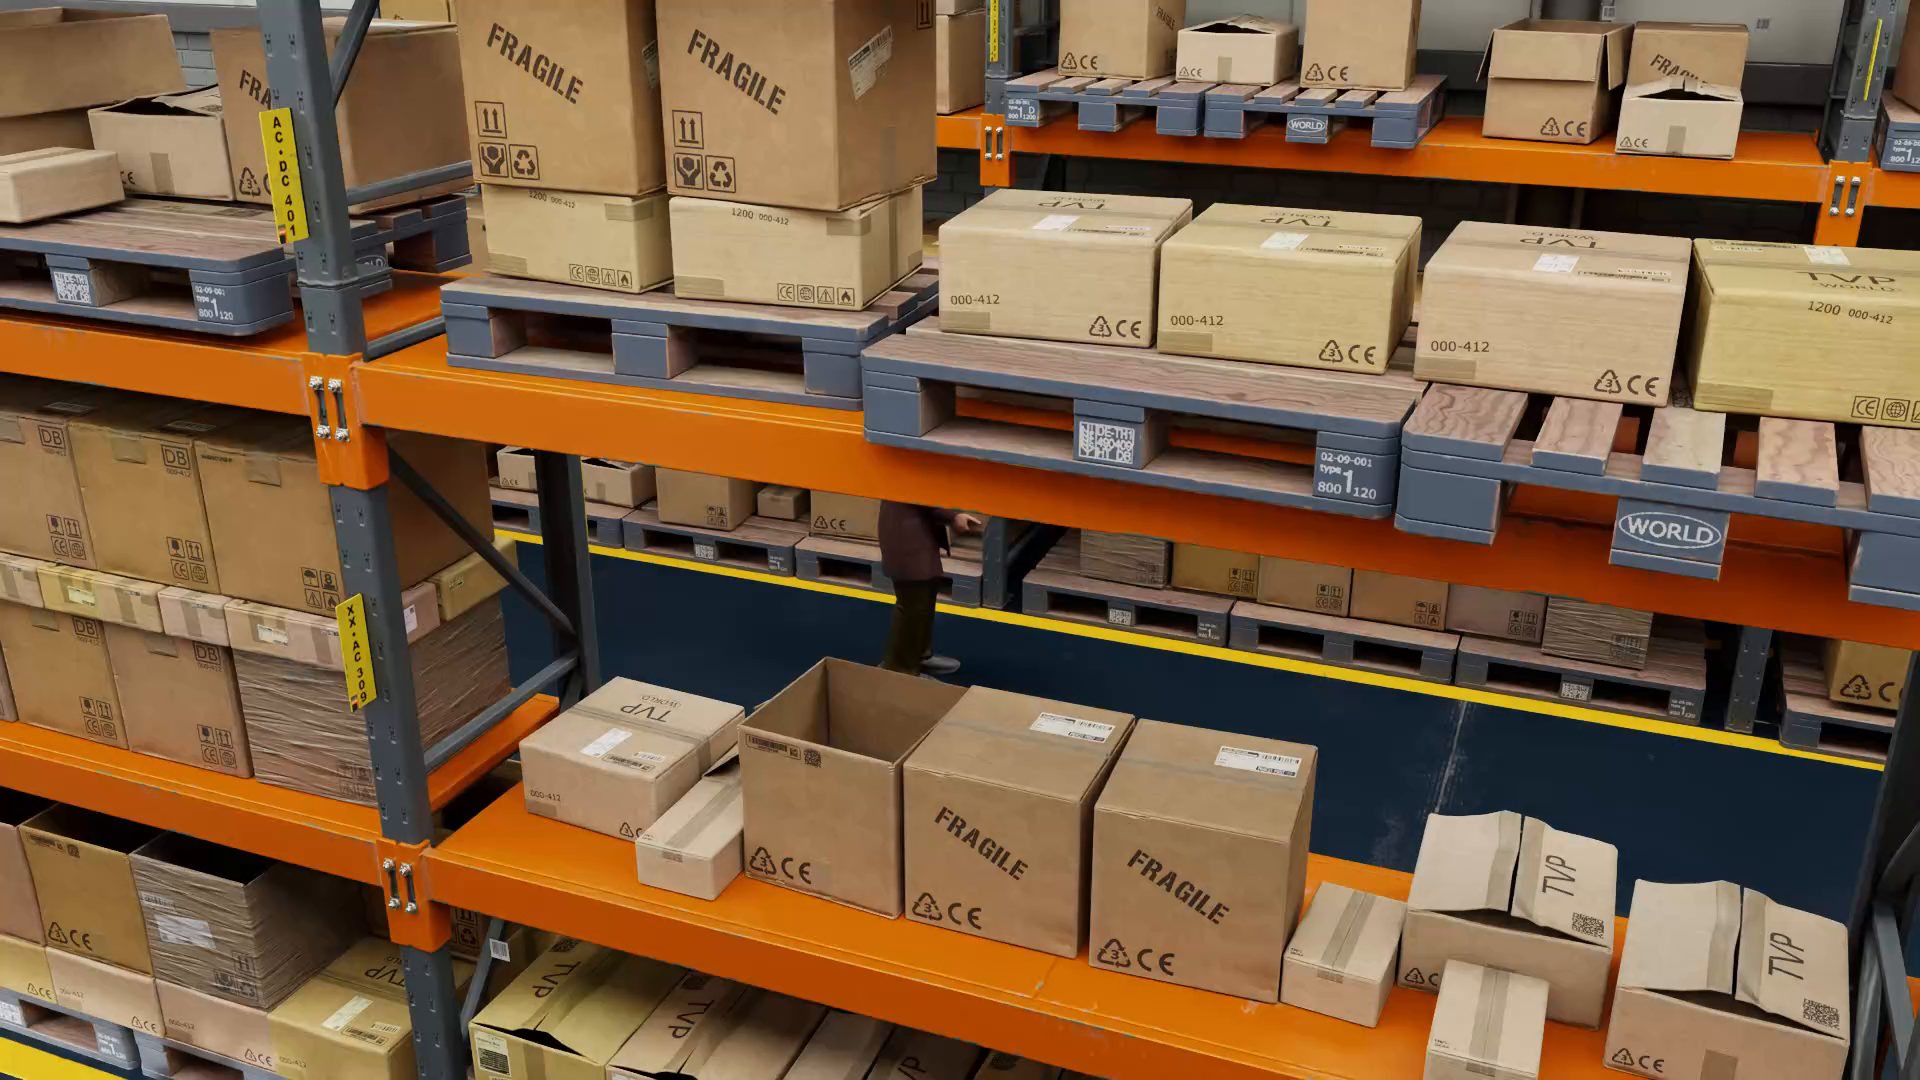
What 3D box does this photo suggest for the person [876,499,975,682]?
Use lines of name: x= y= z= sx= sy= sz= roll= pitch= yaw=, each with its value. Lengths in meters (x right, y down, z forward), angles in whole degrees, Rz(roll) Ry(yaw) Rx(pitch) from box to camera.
person: x=-0.171 y=-0.074 z=8.521 sx=0.554 sy=1.778 sz=0.543 roll=4 pitch=22 yaw=9
